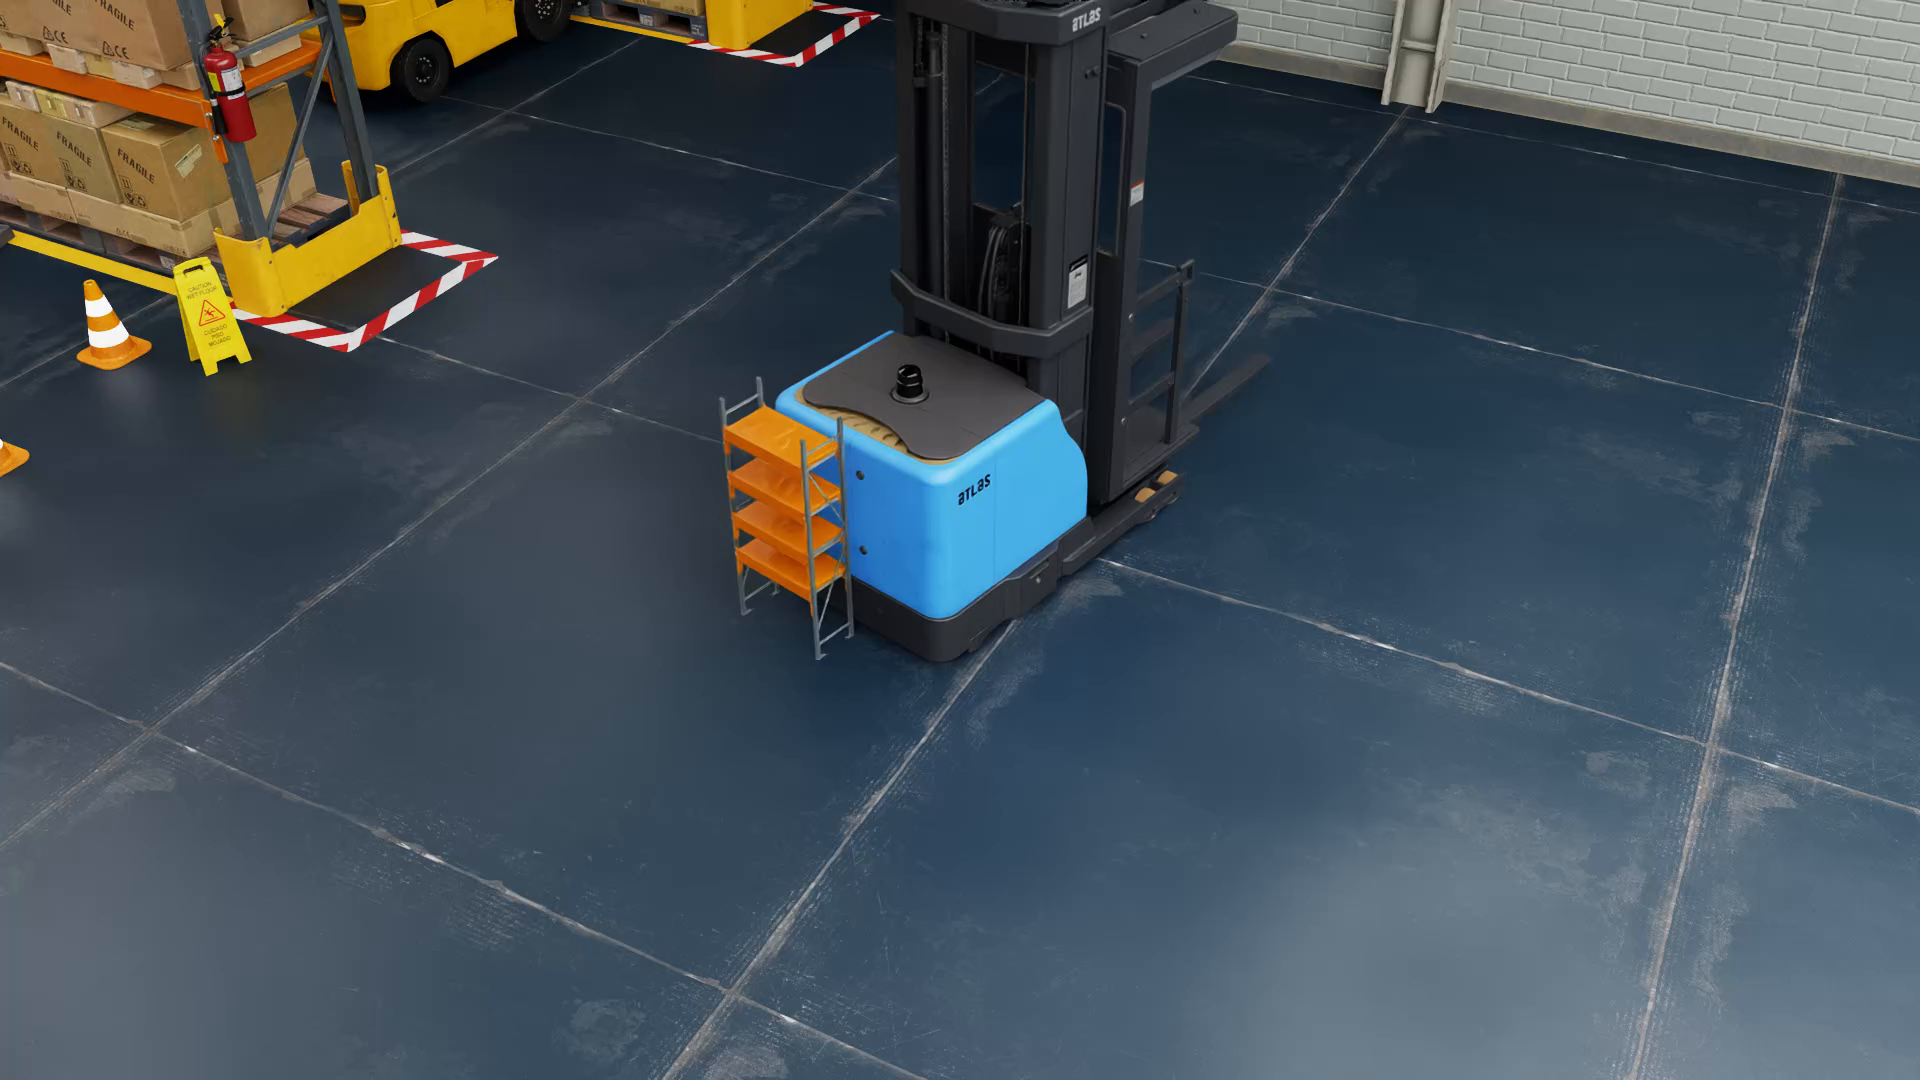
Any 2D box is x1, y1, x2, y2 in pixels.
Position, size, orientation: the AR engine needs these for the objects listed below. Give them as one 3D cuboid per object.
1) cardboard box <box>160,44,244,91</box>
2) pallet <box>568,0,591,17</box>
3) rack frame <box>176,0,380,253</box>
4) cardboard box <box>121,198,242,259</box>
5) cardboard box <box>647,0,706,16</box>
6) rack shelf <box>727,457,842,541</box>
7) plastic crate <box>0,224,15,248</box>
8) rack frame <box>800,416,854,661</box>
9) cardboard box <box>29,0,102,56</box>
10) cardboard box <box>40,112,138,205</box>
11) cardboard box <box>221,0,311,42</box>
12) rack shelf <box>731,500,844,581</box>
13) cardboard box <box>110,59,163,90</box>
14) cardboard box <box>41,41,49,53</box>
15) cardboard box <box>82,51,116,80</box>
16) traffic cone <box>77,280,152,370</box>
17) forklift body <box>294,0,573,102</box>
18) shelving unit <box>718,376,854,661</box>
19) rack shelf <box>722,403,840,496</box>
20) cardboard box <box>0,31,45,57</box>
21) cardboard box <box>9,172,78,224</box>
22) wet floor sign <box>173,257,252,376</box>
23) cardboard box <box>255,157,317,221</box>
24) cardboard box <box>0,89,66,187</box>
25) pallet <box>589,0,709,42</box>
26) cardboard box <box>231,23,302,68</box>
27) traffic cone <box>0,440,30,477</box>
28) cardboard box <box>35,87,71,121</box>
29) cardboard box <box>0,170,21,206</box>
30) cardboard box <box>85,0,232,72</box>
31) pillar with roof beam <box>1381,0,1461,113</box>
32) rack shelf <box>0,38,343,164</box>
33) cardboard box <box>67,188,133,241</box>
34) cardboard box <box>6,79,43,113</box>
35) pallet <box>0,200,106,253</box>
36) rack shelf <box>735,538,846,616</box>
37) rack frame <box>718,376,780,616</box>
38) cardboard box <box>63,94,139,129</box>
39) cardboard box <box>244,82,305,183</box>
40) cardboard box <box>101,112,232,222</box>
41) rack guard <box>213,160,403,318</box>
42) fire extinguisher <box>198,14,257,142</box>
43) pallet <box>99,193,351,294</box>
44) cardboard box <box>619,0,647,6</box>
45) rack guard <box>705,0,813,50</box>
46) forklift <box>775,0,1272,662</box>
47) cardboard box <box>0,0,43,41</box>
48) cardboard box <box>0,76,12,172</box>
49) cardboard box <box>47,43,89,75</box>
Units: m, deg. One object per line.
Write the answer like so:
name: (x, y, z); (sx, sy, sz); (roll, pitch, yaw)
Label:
cardboard box: (-4.392, -2.752, 9.623); (0.250, 0.149, 0.380); (19, 41, 23)
pallet: (-3.459, -4.949, 14.614); (1.213, 0.211, 1.003); (17, 41, 21)
rack frame: (-3.961, -2.863, 9.561); (0.127, 3.000, 1.000); (17, 41, 21)
cardboard box: (-4.824, -2.022, 10.380); (0.500, 0.250, 0.500); (17, 40, 21)
cardboard box: (-2.244, -4.562, 13.726); (0.500, 0.250, 0.500); (18, 41, 22)
rack shelf: (-0.760, -0.206, 7.290); (0.480, 0.148, 0.258); (27, 45, 31)
plastic crate: (-6.496, -1.936, 10.754); (0.583, 0.080, 0.402); (4, 37, 6)
rack frame: (-0.574, 0.014, 7.258); (0.015, 1.200, 0.240); (27, 45, 31)
cardboard box: (-5.012, -3.166, 9.631); (0.500, 0.500, 0.500); (17, 41, 22)
cardboard box: (-5.257, -2.460, 10.336); (0.500, 0.500, 0.500); (19, 41, 23)
cardboard box: (-4.254, -3.302, 9.810); (0.500, 0.500, 0.500); (17, 40, 21)
rack shelf: (-0.759, -0.028, 7.425); (0.480, 0.148, 0.258); (27, 45, 31)
cardboard box: (-4.668, -2.763, 9.637); (0.250, 0.149, 0.380); (17, 40, 21)
cardboard box: (-5.291, -3.048, 10.012); (0.250, 0.149, 0.380); (18, 41, 22)
cardboard box: (-4.885, -2.846, 9.746); (0.250, 0.149, 0.380); (17, 40, 21)
traffic cone: (-4.936, -1.280, 9.573); (0.334, 0.463, 0.336); (17, 41, 21)
forklift body: (-4.205, -4.739, 12.734); (1.214, 2.155, 2.313); (17, 41, 21)
shelving unit: (-0.759, -0.082, 7.384); (0.503, 1.200, 0.258); (27, 45, 31)
rack shelf: (-0.760, -0.394, 7.146); (0.480, 0.148, 0.258); (27, 45, 31)
cardboard box: (-5.560, -3.070, 10.042); (0.250, 0.149, 0.380); (17, 40, 21)
cardboard box: (-5.726, -2.306, 10.754); (0.500, 0.250, 0.500); (16, 40, 20)
wet floor sign: (-4.284, -1.298, 9.446); (0.267, 0.644, 0.232); (-29, 46, -33)
cardboard box: (-4.550, -2.308, 10.756); (0.500, 0.250, 0.500); (17, 40, 21)
cardboard box: (-5.702, -2.604, 10.526); (0.500, 0.500, 0.500); (16, 40, 20)
pallet: (-2.380, -4.609, 14.167); (1.213, 0.211, 1.003); (17, 41, 21)
cardboard box: (-4.168, -2.969, 9.908); (0.250, 0.149, 0.380); (18, 41, 22)
traffic cone: (-5.145, -0.589, 8.663); (0.334, 0.463, 0.336); (17, 41, 21)
cardboard box: (-5.371, -2.713, 10.133); (0.250, 0.149, 0.380); (18, 41, 22)
cardboard box: (-6.162, -2.450, 10.943); (0.500, 0.250, 0.500); (17, 40, 21)
cardboard box: (-4.570, -3.025, 9.445); (0.500, 0.500, 0.500); (17, 40, 21)
pillar with roof beam: (1.463, -4.617, 6.909); (0.400, 9.000, 9.100); (17, 41, 21)
rack shelf: (-5.737, -3.133, 10.511); (4.000, 0.370, 1.077); (17, 41, 21)
cardboard box: (-5.259, -2.164, 10.566); (0.500, 0.250, 0.500); (18, 41, 22)
cardboard box: (-5.604, -2.787, 10.230); (0.250, 0.149, 0.380); (19, 41, 23)
pallet: (-5.813, -2.359, 11.202); (1.213, 0.211, 1.003); (17, 41, 21)
rack shelf: (-0.759, 0.130, 7.545); (0.480, 0.148, 0.258); (27, 45, 31)
rack frame: (-0.944, -0.178, 7.511); (0.015, 1.200, 0.240); (27, 45, 31)
cardboard box: (-5.149, -2.641, 10.038); (0.250, 0.149, 0.380); (19, 41, 23)
cardboard box: (-4.572, -2.613, 10.538); (0.500, 0.500, 0.500); (16, 40, 20)
cardboard box: (-4.792, -2.317, 10.148); (0.500, 0.500, 0.500); (18, 41, 22)
rack guard: (-4.029, -1.889, 10.344); (0.348, 0.500, 1.175); (17, 41, 21)
fire extinguisher: (-4.071, -2.553, 9.216); (0.183, 0.674, 0.296); (17, 41, 21)
pallet: (-4.734, -2.019, 10.754); (1.213, 0.211, 1.003); (17, 41, 21)
cardboard box: (-2.681, -4.706, 13.915); (0.500, 0.250, 0.500); (17, 41, 21)
rack guard: (-1.660, -4.527, 13.820); (0.348, 0.500, 1.175); (17, 41, 21)
forklift: (0.502, -1.442, 7.745); (1.130, 2.935, 3.031); (27, 45, 31)
cardboard box: (-5.455, -3.307, 9.817); (0.500, 0.500, 0.500); (17, 40, 21)
cardboard box: (-6.173, -2.750, 10.718); (0.500, 0.500, 0.500); (20, 41, 24)
cardboard box: (-5.128, -2.901, 9.819); (0.250, 0.149, 0.380); (18, 41, 22)
